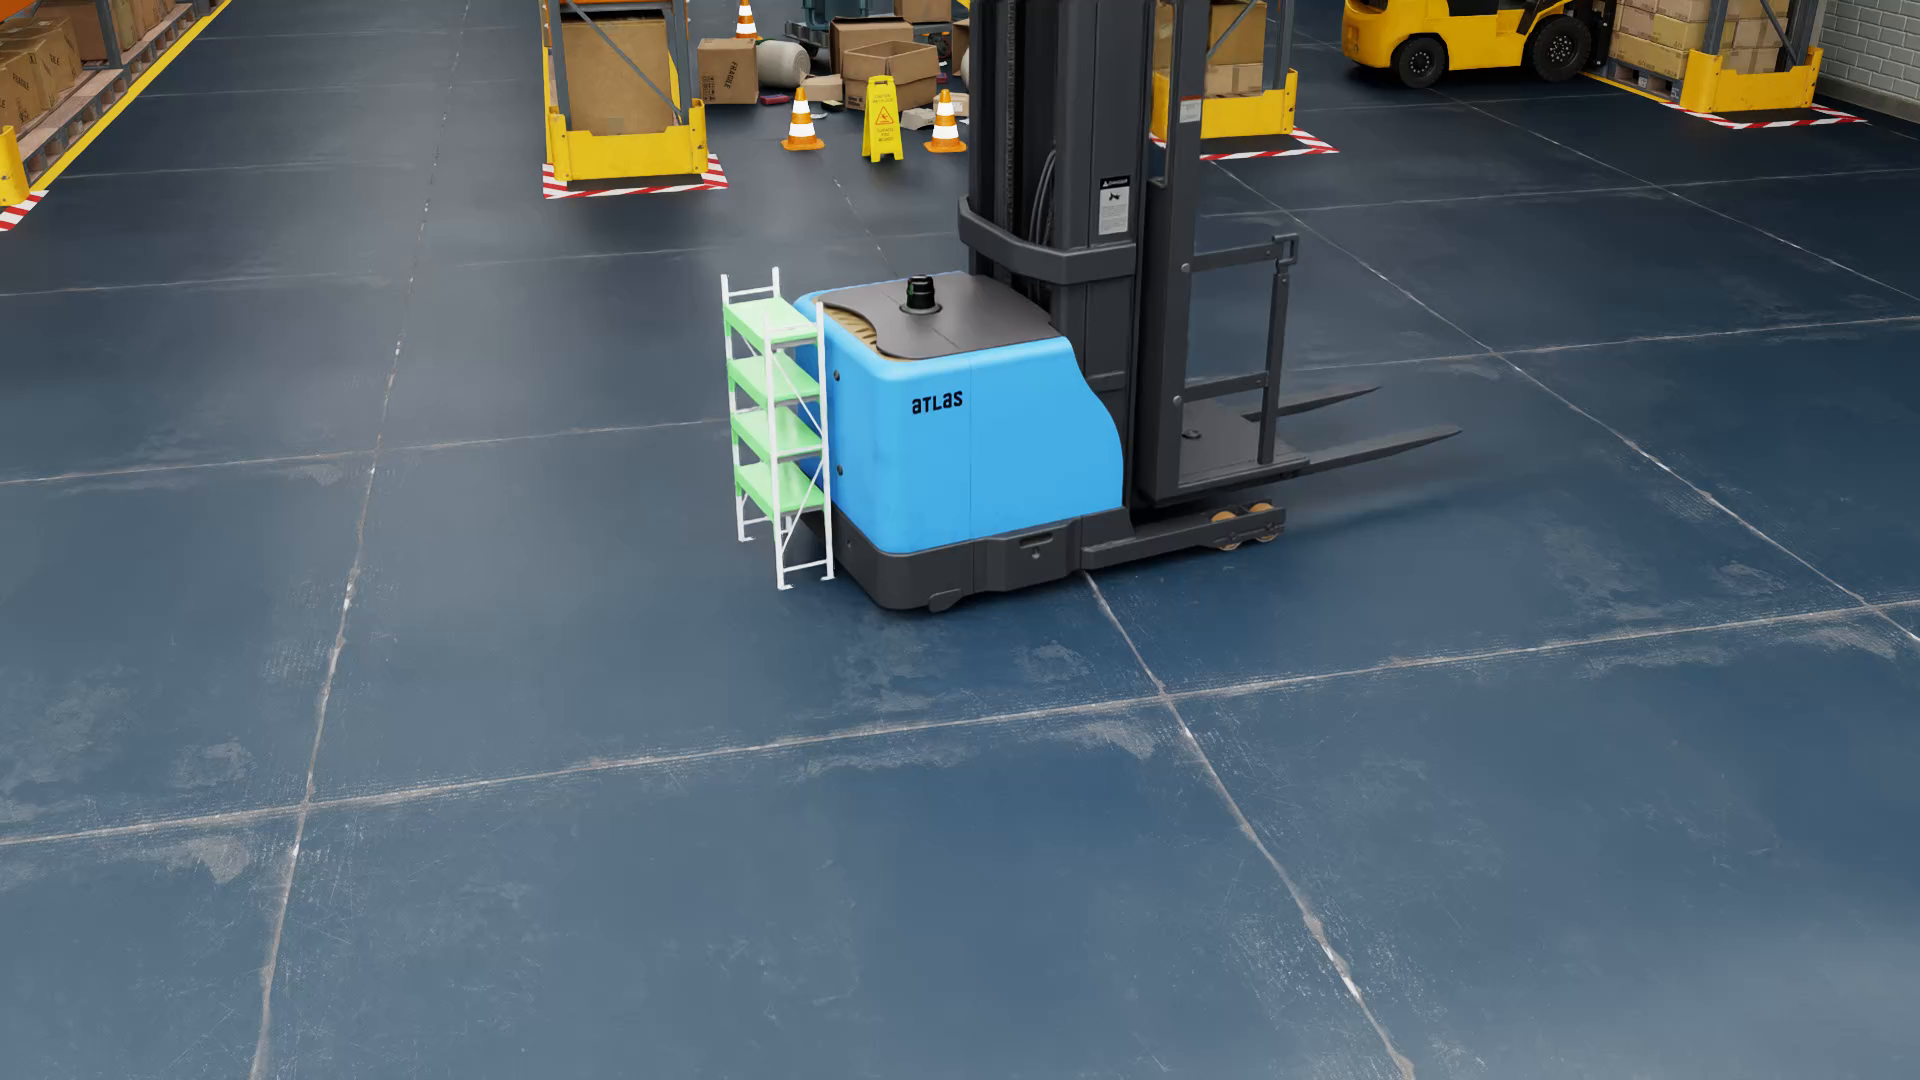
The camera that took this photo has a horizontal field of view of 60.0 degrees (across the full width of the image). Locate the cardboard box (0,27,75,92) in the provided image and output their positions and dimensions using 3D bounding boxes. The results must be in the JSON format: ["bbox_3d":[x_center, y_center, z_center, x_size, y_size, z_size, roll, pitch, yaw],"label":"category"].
[{"bbox_3d":[-8.126,-4.150,14.452,0.500,0.500,0.500,2,27,5],"label":"cardboard box"}]

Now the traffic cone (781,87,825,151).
[{"bbox_3d":[-1.293,-3.457,13.586,0.336,0.463,0.334,-6,27,-12],"label":"traffic cone"}]

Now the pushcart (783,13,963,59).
[{"bbox_3d":[-0.868,-5.091,16.918,1.648,0.377,0.936,-16,31,-29],"label":"pushcart"}]

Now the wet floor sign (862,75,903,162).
[{"bbox_3d":[-0.621,-3.350,13.170,0.267,0.644,0.232,-11,29,-20],"label":"wet floor sign"}]

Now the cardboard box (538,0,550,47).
[{"bbox_3d":[-3.686,-5.415,16.680,1.050,0.750,0.750,-6,27,-12],"label":"cardboard box"}]

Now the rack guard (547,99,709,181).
[{"bbox_3d":[-2.551,-3.086,12.809,1.175,0.500,0.348,-6,27,-12],"label":"rack guard"}]

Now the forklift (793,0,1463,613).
[{"bbox_3d":[0.849,-1.463,6.896,3.031,2.935,1.130,-12,29,-23],"label":"forklift"}]

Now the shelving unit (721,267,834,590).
[{"bbox_3d":[-0.745,-0.454,6.817,0.258,1.200,0.503,-12,29,-23],"label":"shelving unit"}]

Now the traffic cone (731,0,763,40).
[{"bbox_3d":[-2.289,-5.578,17.788,0.336,0.463,0.334,-6,27,-12],"label":"traffic cone"}]

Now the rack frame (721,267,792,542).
[{"bbox_3d":[-0.852,-0.553,7.013,0.240,1.200,0.015,-12,29,-23],"label":"rack frame"}]

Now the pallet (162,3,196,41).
[{"bbox_3d":[-9.040,-5.677,18.263,1.003,0.211,1.213,-6,27,-12],"label":"pallet"}]

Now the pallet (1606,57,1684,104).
[{"bbox_3d":[6.865,-4.352,15.637,1.003,0.211,1.213,-6,27,-12],"label":"pallet"}]

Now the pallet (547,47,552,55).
[{"bbox_3d":[-3.705,-5.055,17.030,1.003,0.211,1.213,-6,27,-12],"label":"pallet"}]

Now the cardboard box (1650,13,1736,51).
[{"bbox_3d":[6.664,-4.630,15.125,0.500,0.250,0.500,-6,27,-12],"label":"cardboard box"}]

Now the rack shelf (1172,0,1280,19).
[{"bbox_3d":[1.792,-5.316,15.252,1.077,0.370,4.000,-6,27,-12],"label":"rack shelf"}]

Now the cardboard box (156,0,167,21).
[{"bbox_3d":[-8.907,-5.811,17.720,0.700,0.500,0.500,-8,28,-16],"label":"cardboard box"}]

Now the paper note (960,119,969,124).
[{"bbox_3d":[0.091,-3.647,14.441,0.148,0.019,0.142,-16,31,-29],"label":"paper note"}]

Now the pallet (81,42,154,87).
[{"bbox_3d":[-8.490,-4.606,16.141,1.003,0.211,1.213,-6,27,-12],"label":"pallet"}]

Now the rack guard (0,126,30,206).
[{"bbox_3d":[-7.429,-2.671,11.986,1.175,0.500,0.348,-6,27,-12],"label":"rack guard"}]

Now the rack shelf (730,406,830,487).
[{"bbox_3d":[-0.745,-0.397,6.846,0.258,0.148,0.480,-12,29,-23],"label":"rack shelf"}]

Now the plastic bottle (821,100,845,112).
[{"bbox_3d":[-1.156,-3.895,14.899,0.133,0.061,0.283,-16,31,-29],"label":"plastic bottle"}]

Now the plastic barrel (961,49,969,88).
[{"bbox_3d":[0.303,-4.362,15.423,0.512,0.421,0.421,13,30,24],"label":"plastic barrel"}]

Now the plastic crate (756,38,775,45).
[{"bbox_3d":[-2.143,-4.796,16.479,0.450,0.188,0.662,-2,25,20],"label":"plastic crate"}]

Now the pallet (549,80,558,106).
[{"bbox_3d":[-3.085,-3.845,14.634,1.003,0.211,1.213,-6,27,-12],"label":"pallet"}]

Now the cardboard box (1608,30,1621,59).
[{"bbox_3d":[6.458,-4.839,16.094,0.500,0.250,0.500,-6,27,-11],"label":"cardboard box"}]

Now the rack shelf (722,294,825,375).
[{"bbox_3d":[-0.746,-0.825,6.629,0.258,0.148,0.480,-12,29,-23],"label":"rack shelf"}]

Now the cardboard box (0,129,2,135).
[{"bbox_3d":[-7.536,-3.101,12.372,0.500,0.500,0.500,-1,27,-2],"label":"cardboard box"}]

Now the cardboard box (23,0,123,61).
[{"bbox_3d":[-8.431,-4.861,15.838,0.700,0.500,0.500,-8,28,-16],"label":"cardboard box"}]

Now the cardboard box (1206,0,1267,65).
[{"bbox_3d":[2.325,-4.447,14.484,0.500,0.500,0.500,-7,28,-13],"label":"cardboard box"}]

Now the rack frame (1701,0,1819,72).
[{"bbox_3d":[7.078,-5.265,14.352,1.000,3.000,0.127,-6,27,-12],"label":"rack frame"}]

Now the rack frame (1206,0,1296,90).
[{"bbox_3d":[2.243,-4.759,13.351,1.000,3.000,0.127,-6,27,-12],"label":"rack frame"}]

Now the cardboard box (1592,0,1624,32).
[{"bbox_3d":[6.425,-5.076,16.008,0.500,0.250,0.500,-7,28,-13],"label":"cardboard box"}]

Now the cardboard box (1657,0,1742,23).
[{"bbox_3d":[6.671,-4.842,14.990,0.500,0.250,0.500,-5,27,-10],"label":"cardboard box"}]

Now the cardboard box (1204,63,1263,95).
[{"bbox_3d":[2.331,-4.102,14.633,0.500,0.250,0.500,-6,27,-12],"label":"cardboard box"}]

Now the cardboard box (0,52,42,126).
[{"bbox_3d":[-7.827,-3.636,13.433,0.500,0.500,0.500,-3,27,-7],"label":"cardboard box"}]

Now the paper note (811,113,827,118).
[{"bbox_3d":[-1.247,-3.729,14.605,0.144,0.017,0.142,3,27,6],"label":"paper note"}]

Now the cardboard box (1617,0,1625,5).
[{"bbox_3d":[6.427,-5.286,15.870,0.500,0.250,0.500,-6,27,-11],"label":"cardboard box"}]

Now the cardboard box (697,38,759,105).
[{"bbox_3d":[-2.108,-4.276,15.165,0.500,0.500,0.500,-1,27,-3],"label":"cardboard box"}]

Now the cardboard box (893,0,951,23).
[{"bbox_3d":[-0.386,-5.544,16.838,0.500,0.500,0.500,-6,27,-12],"label":"cardboard box"}]

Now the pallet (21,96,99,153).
[{"bbox_3d":[-7.849,-3.436,13.824,1.003,0.211,1.213,-6,27,-12],"label":"pallet"}]

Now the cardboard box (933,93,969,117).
[{"bbox_3d":[-0.020,-3.857,14.726,0.380,0.149,0.250,8,28,15],"label":"cardboard box"}]

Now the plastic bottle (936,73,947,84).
[{"bbox_3d":[-0.195,-4.447,15.992,0.133,0.061,0.283,-1,27,-3],"label":"plastic bottle"}]

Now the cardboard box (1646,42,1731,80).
[{"bbox_3d":[6.665,-4.399,15.222,0.500,0.250,0.500,-6,27,-11],"label":"cardboard box"}]

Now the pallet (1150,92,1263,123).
[{"bbox_3d":[2.077,-3.908,14.759,1.003,0.211,1.213,-6,27,-12],"label":"pallet"}]

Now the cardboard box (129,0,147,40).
[{"bbox_3d":[-8.646,-5.318,16.744,0.700,0.500,0.500,-8,28,-16],"label":"cardboard box"}]

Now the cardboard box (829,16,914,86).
[{"bbox_3d":[-0.838,-4.629,15.713,0.797,0.637,0.503,-6,27,-12],"label":"cardboard box"}]
